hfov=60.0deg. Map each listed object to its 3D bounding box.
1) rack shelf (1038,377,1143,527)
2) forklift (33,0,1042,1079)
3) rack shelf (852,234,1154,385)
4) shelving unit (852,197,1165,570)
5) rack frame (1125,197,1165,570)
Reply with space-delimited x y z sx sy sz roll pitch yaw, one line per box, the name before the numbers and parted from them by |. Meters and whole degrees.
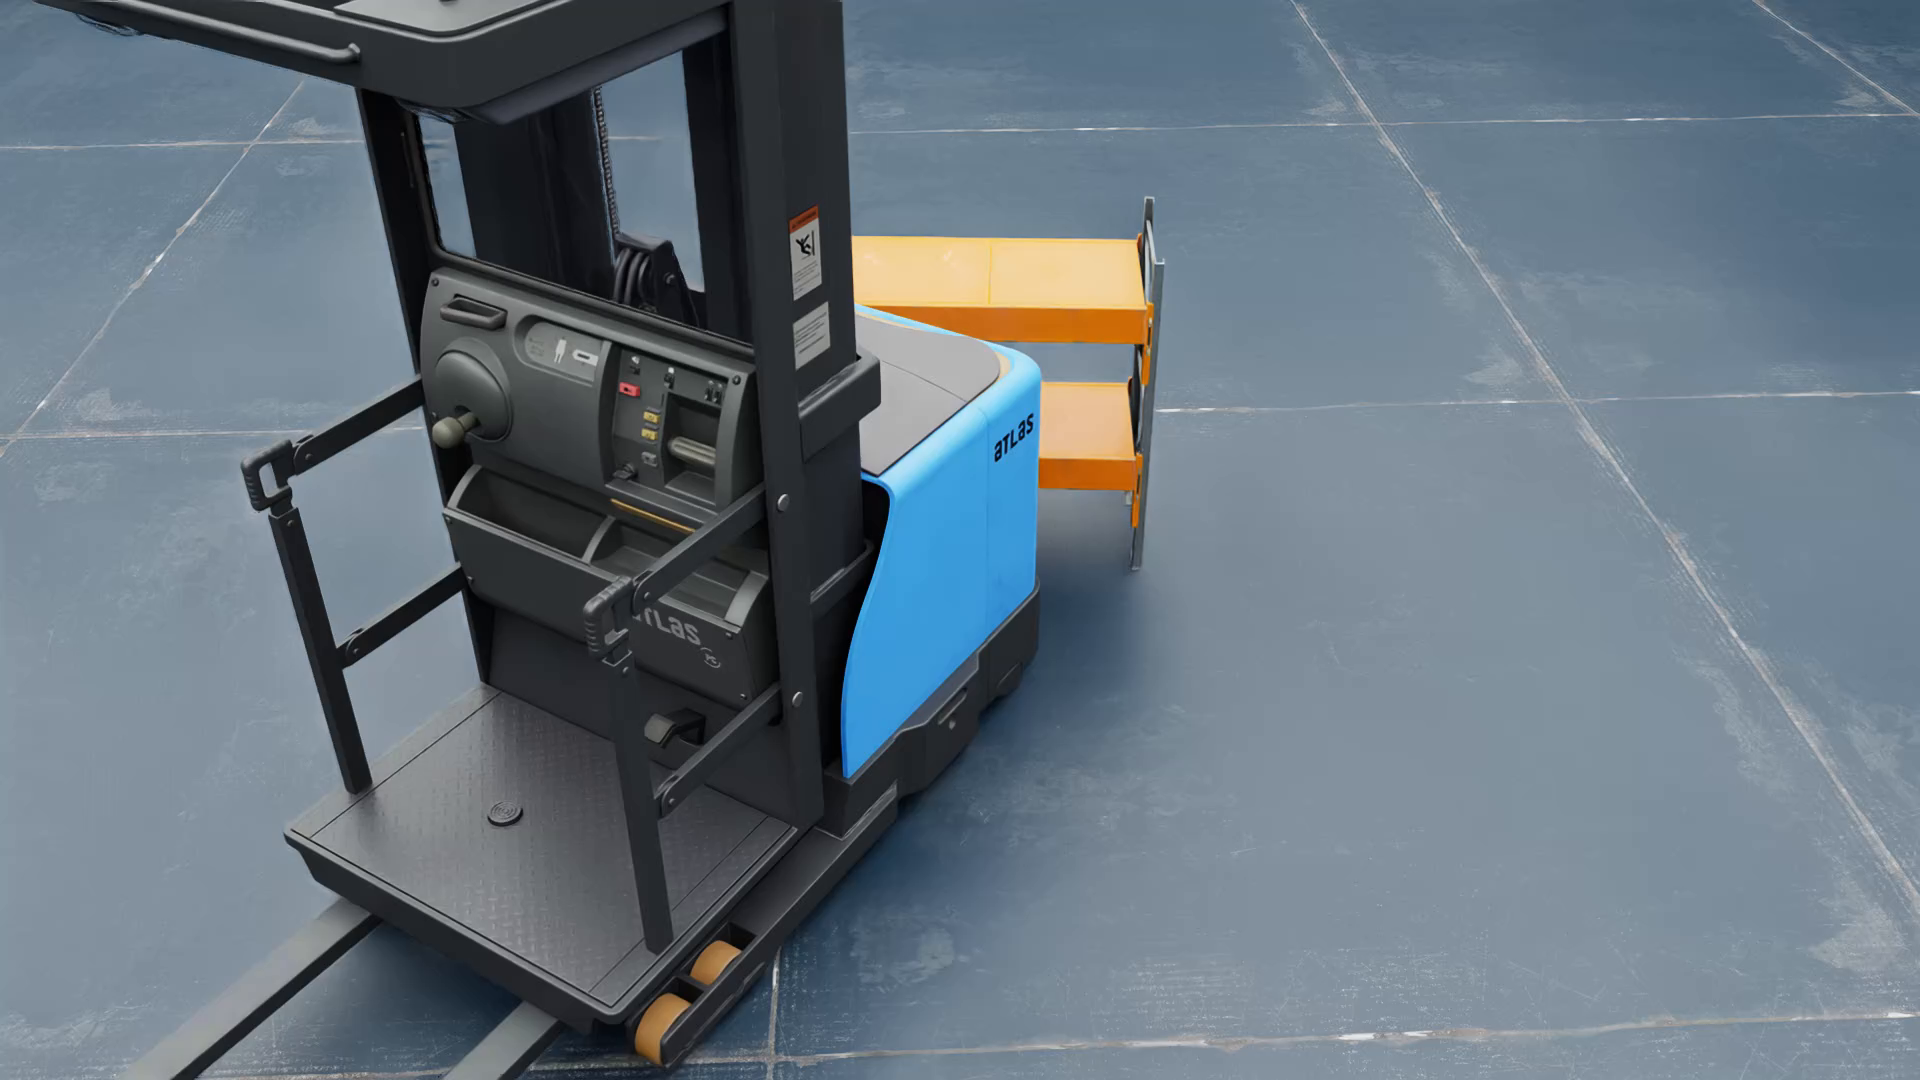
rack shelf | 0.096 -0.312 5.642 1.000 0.278 0.538 1 35 1
forklift | -0.963 -0.264 3.556 1.130 2.935 3.031 19 39 26
rack shelf | 0.096 -0.754 5.336 1.000 0.278 0.538 1 35 1
shelving unit | 0.096 -0.513 5.503 1.048 1.125 0.538 1 35 1
rack frame | 0.604 -0.504 5.490 0.032 1.125 0.500 1 35 1
